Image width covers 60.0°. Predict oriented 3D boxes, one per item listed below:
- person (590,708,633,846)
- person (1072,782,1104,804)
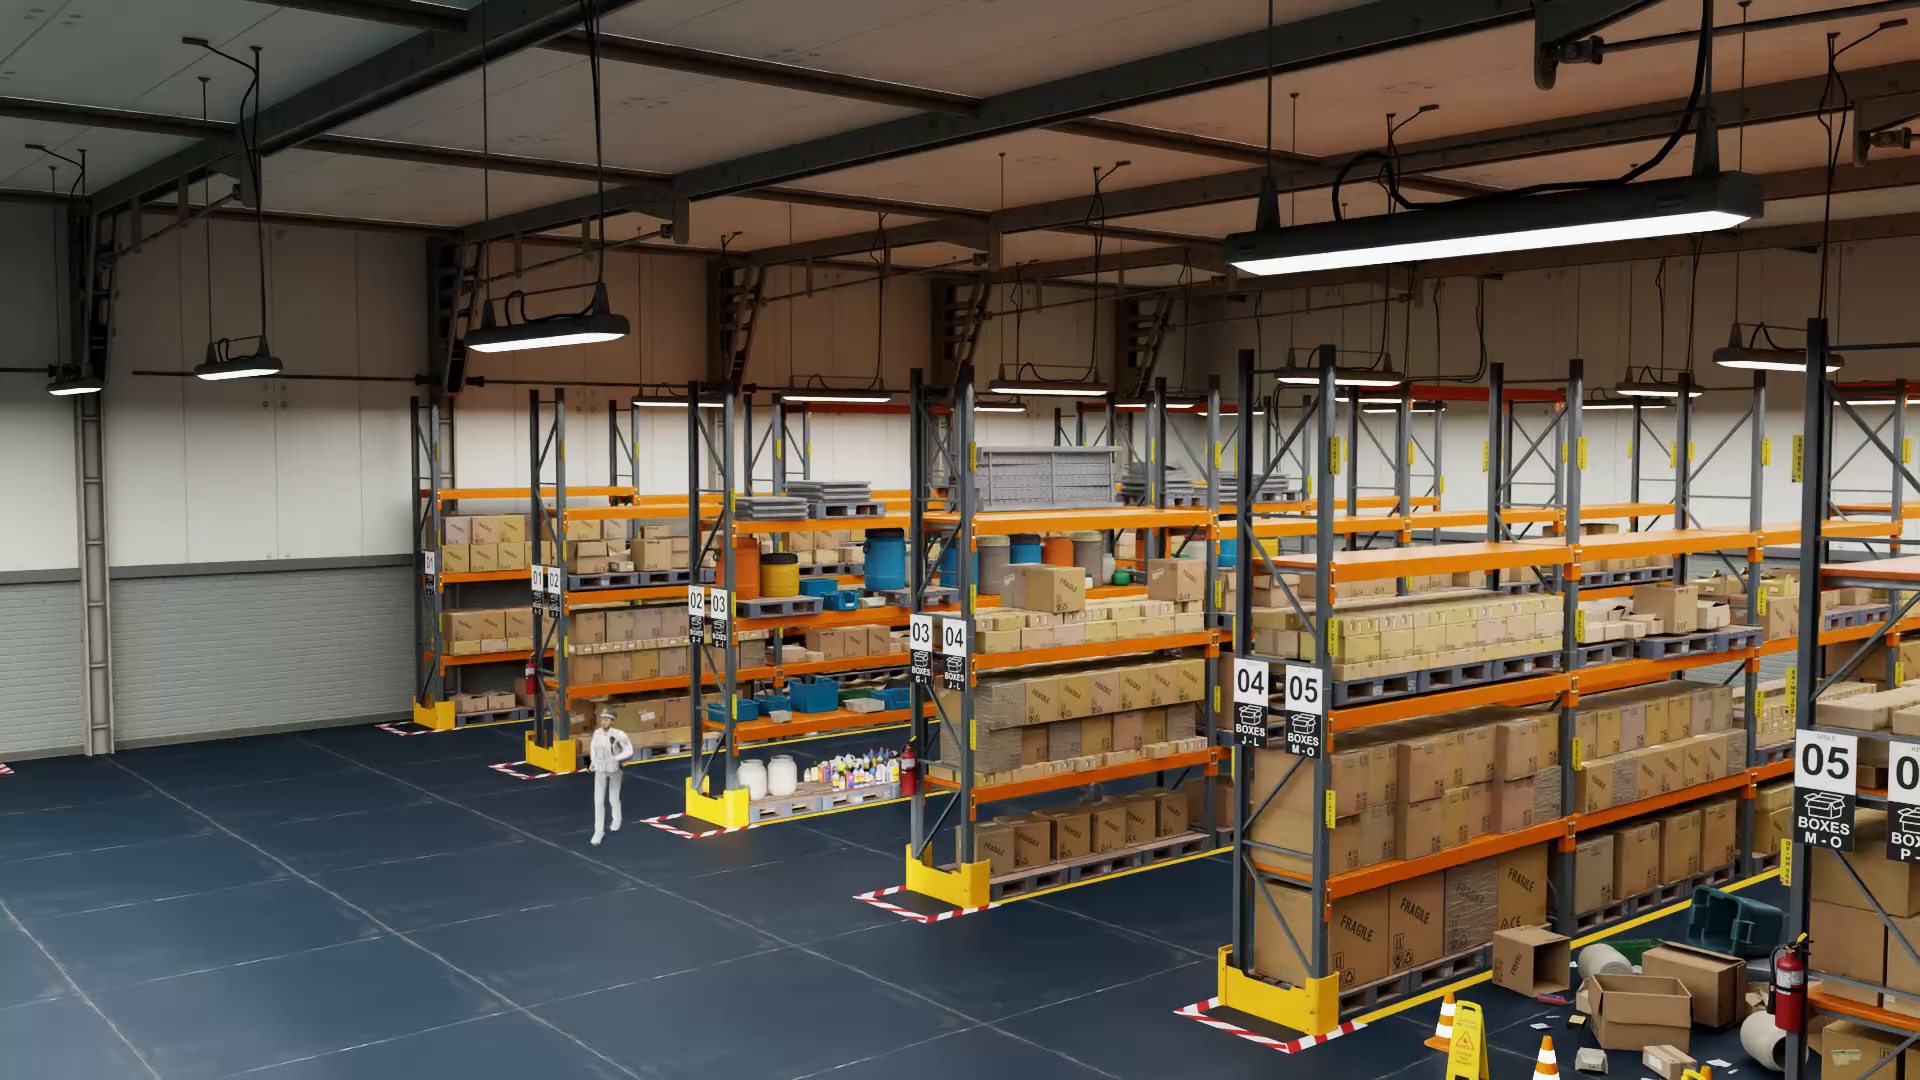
[{"bbox_3d":[-4.543,3.033,21.651,0.617,1.733,0.826,0,3,3],"label":"person"},{"bbox_3d":[1.786,2.938,22.897,0.686,1.739,0.717,3,4,41],"label":"person"}]
